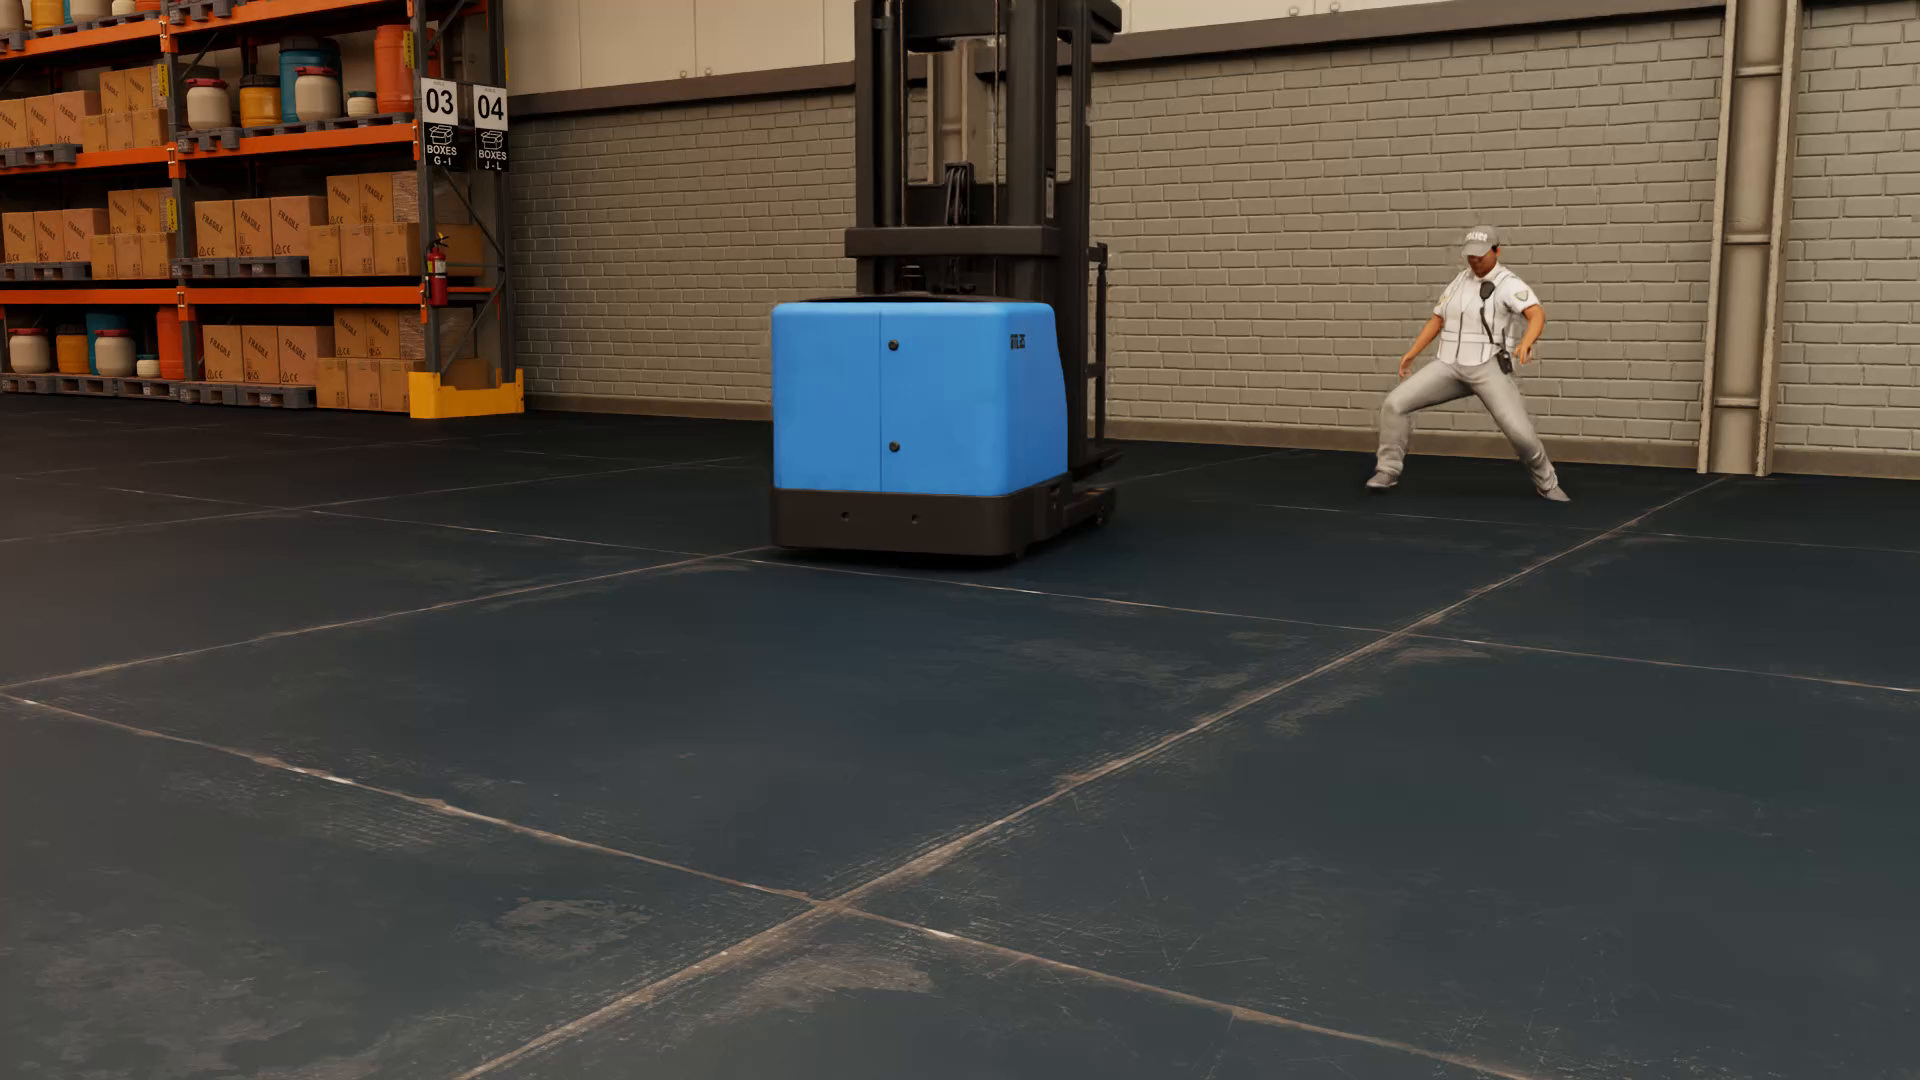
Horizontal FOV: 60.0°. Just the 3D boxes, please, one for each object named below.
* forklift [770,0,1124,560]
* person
[{"bbox_3d":[0.142,-1.537,8.002,1.130,2.935,3.031,3,8,18],"label":"forklift"},{"bbox_3d":[2.852,-0.964,9.211,0.823,1.535,0.939,-7,10,-39],"label":"person"}]
